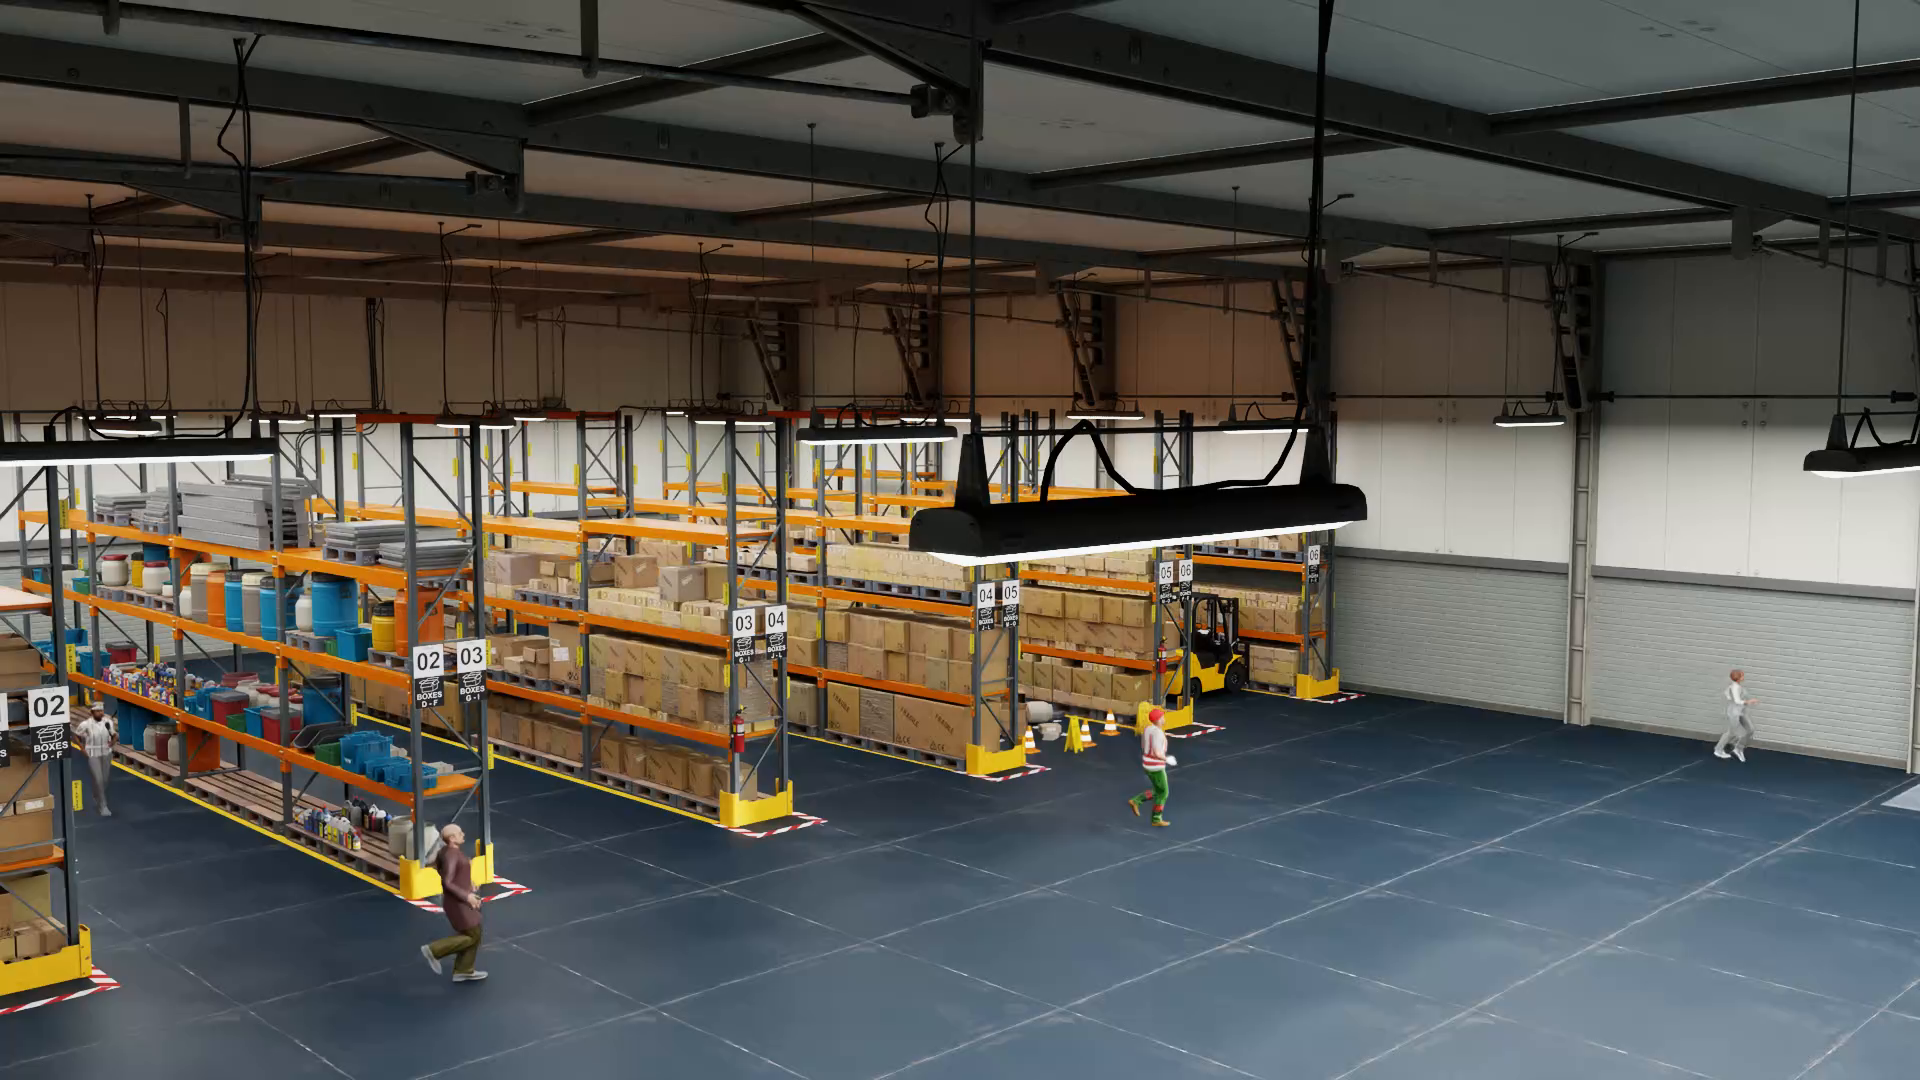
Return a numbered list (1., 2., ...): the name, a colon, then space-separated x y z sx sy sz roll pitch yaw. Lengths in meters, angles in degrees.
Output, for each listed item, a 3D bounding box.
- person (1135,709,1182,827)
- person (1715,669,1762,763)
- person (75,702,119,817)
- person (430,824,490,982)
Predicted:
1. person: 2.933 3.342 24.409 0.604 1.750 0.643 -1 5 -8
2. person: 13.473 3.086 28.751 0.706 1.546 0.507 4 6 38
3. person: -13.069 3.301 25.246 0.799 1.706 0.579 4 7 41
4. person: -5.400 3.913 17.932 0.639 1.731 0.709 -2 5 -21
